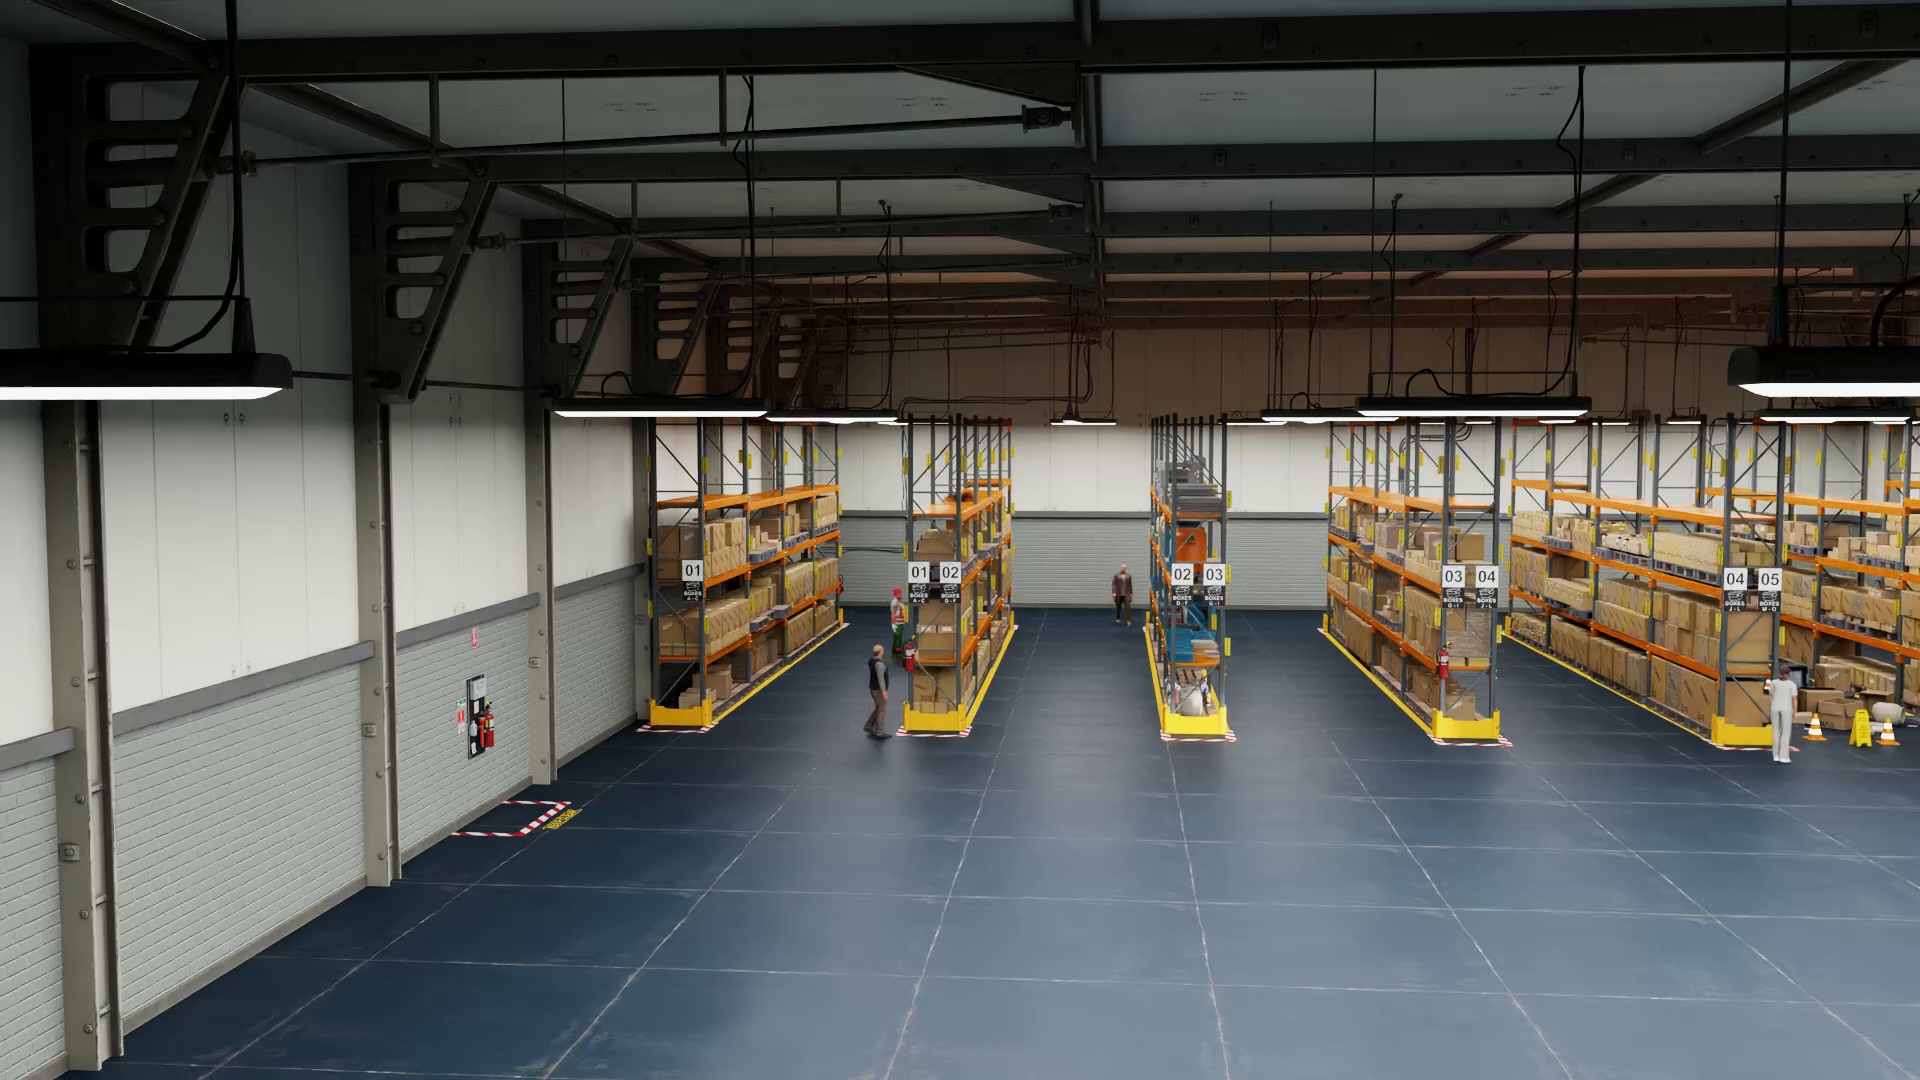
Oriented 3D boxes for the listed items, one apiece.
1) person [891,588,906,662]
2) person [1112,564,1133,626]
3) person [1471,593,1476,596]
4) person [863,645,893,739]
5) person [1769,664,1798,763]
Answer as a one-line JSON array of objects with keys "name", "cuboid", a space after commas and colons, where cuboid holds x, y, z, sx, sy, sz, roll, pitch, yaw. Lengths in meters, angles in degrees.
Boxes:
[{"name": "person", "cuboid": [-1.448, 2.084, 40.775, 0.507, 1.809, 0.571, 1, 4, 17]}, {"name": "person", "cuboid": [4.721, 1.584, 48.251, 0.642, 1.739, 1.012, 0, 4, -2]}, {"name": "person", "cuboid": [13.643, 1.940, 44.331, 0.846, 1.571, 0.466, 0, 4, -7]}, {"name": "person", "cuboid": [-1.511, 2.802, 30.783, 0.491, 1.736, 0.595, -1, 4, -13]}, {"name": "person", "cuboid": [14.092, 2.959, 28.458, 0.453, 1.683, 0.385, 4, 5, 43]}]
